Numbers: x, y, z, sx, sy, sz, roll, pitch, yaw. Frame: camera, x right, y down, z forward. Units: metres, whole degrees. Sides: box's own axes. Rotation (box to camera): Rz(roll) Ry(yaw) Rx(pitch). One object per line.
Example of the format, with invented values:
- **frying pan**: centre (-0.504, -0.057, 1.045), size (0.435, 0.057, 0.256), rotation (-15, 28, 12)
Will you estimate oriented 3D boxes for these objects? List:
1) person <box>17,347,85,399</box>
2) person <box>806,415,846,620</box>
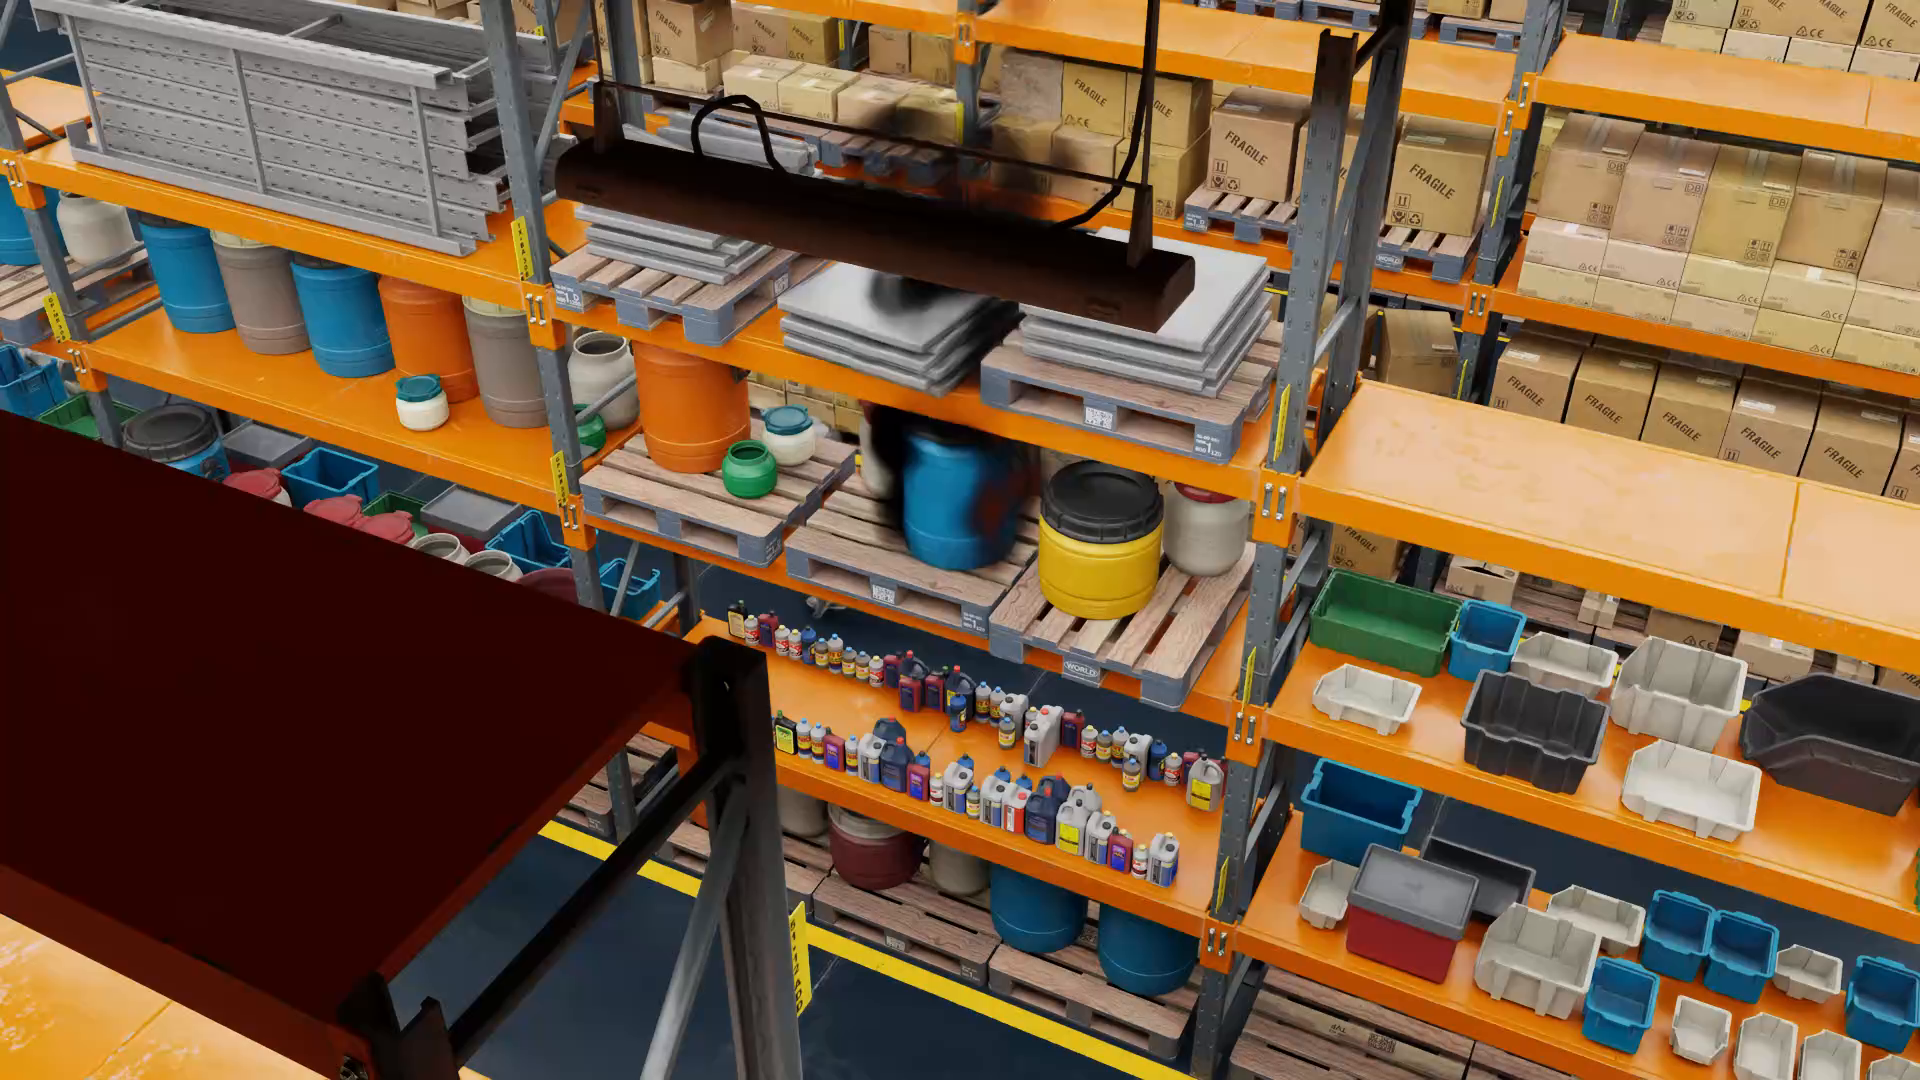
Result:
- **person**: centre (-8.113, -1.598, 14.726), size (0.502, 1.636, 0.643), rotation (6, 36, 9)
- **person**: centre (-1.196, -0.184, 12.612), size (0.612, 1.746, 0.633), rotation (9, 36, 13)
